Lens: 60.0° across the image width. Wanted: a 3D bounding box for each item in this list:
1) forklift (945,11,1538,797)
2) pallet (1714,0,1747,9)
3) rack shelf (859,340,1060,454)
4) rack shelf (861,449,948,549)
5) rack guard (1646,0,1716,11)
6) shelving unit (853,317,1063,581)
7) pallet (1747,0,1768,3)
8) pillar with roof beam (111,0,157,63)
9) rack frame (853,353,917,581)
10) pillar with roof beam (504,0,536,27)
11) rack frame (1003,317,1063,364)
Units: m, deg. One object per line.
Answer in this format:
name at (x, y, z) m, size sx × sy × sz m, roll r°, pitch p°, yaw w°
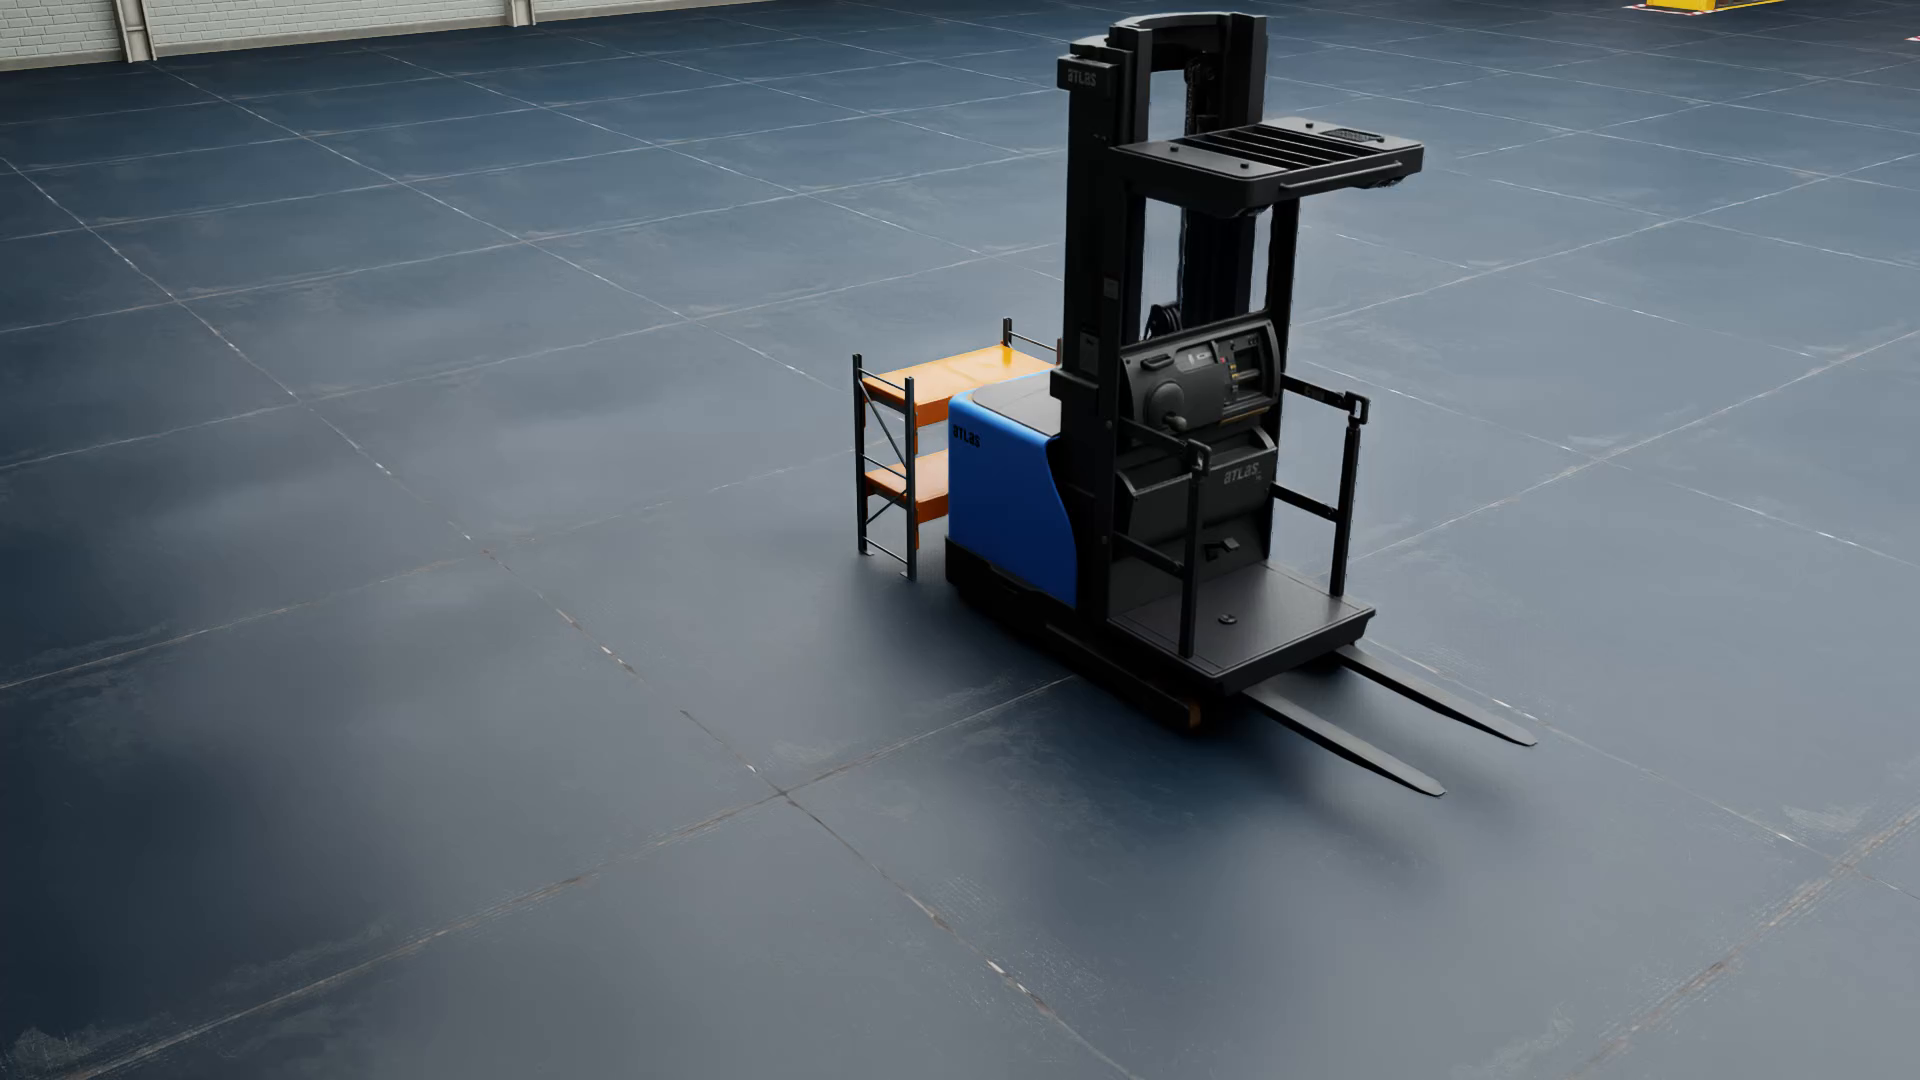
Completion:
forklift at (1.220, -0.708, 7.295) m, size 1.130 × 2.935 × 3.031 m, roll -18°, pitch 30°, yaw -34°
pallet at (13.587, -9.891, 30.312) m, size 1.213 × 0.211 × 1.003 m, roll -18°, pitch 31°, yaw -34°
rack shelf at (0.005, -0.777, 8.894) m, size 1.000 × 0.278 × 0.538 m, roll -18°, pitch 31°, yaw -34°
rack shelf at (0.005, -0.290, 9.120) m, size 1.000 × 0.278 × 0.538 m, roll -18°, pitch 31°, yaw -34°
rack guard at (12.944, -9.813, 29.800) m, size 0.348 × 0.500 × 1.175 m, roll -18°, pitch 31°, yaw -34°
shelving unit at (0.005, -0.512, 9.017) m, size 1.048 × 1.125 × 0.538 m, roll -18°, pitch 31°, yaw -34°
pallet at (14.546, -10.206, 30.991) m, size 1.213 × 0.211 × 1.003 m, roll -18°, pitch 31°, yaw -34°
pillar with roof beam at (-9.412, -9.723, 19.510) m, size 0.400 × 9.000 × 9.100 m, roll -18°, pitch 31°, yaw -34°
rack frame at (-0.395, -0.380, 8.732) m, size 0.032 × 1.125 × 0.500 m, roll -18°, pitch 31°, yaw -34°
pillar with roof beam at (-4.691, -11.281, 22.868) m, size 0.400 × 9.000 × 9.100 m, roll -18°, pitch 31°, yaw -34°
rack frame at (0.405, -0.644, 9.302) m, size 0.032 × 1.125 × 0.500 m, roll -18°, pitch 31°, yaw -34°
